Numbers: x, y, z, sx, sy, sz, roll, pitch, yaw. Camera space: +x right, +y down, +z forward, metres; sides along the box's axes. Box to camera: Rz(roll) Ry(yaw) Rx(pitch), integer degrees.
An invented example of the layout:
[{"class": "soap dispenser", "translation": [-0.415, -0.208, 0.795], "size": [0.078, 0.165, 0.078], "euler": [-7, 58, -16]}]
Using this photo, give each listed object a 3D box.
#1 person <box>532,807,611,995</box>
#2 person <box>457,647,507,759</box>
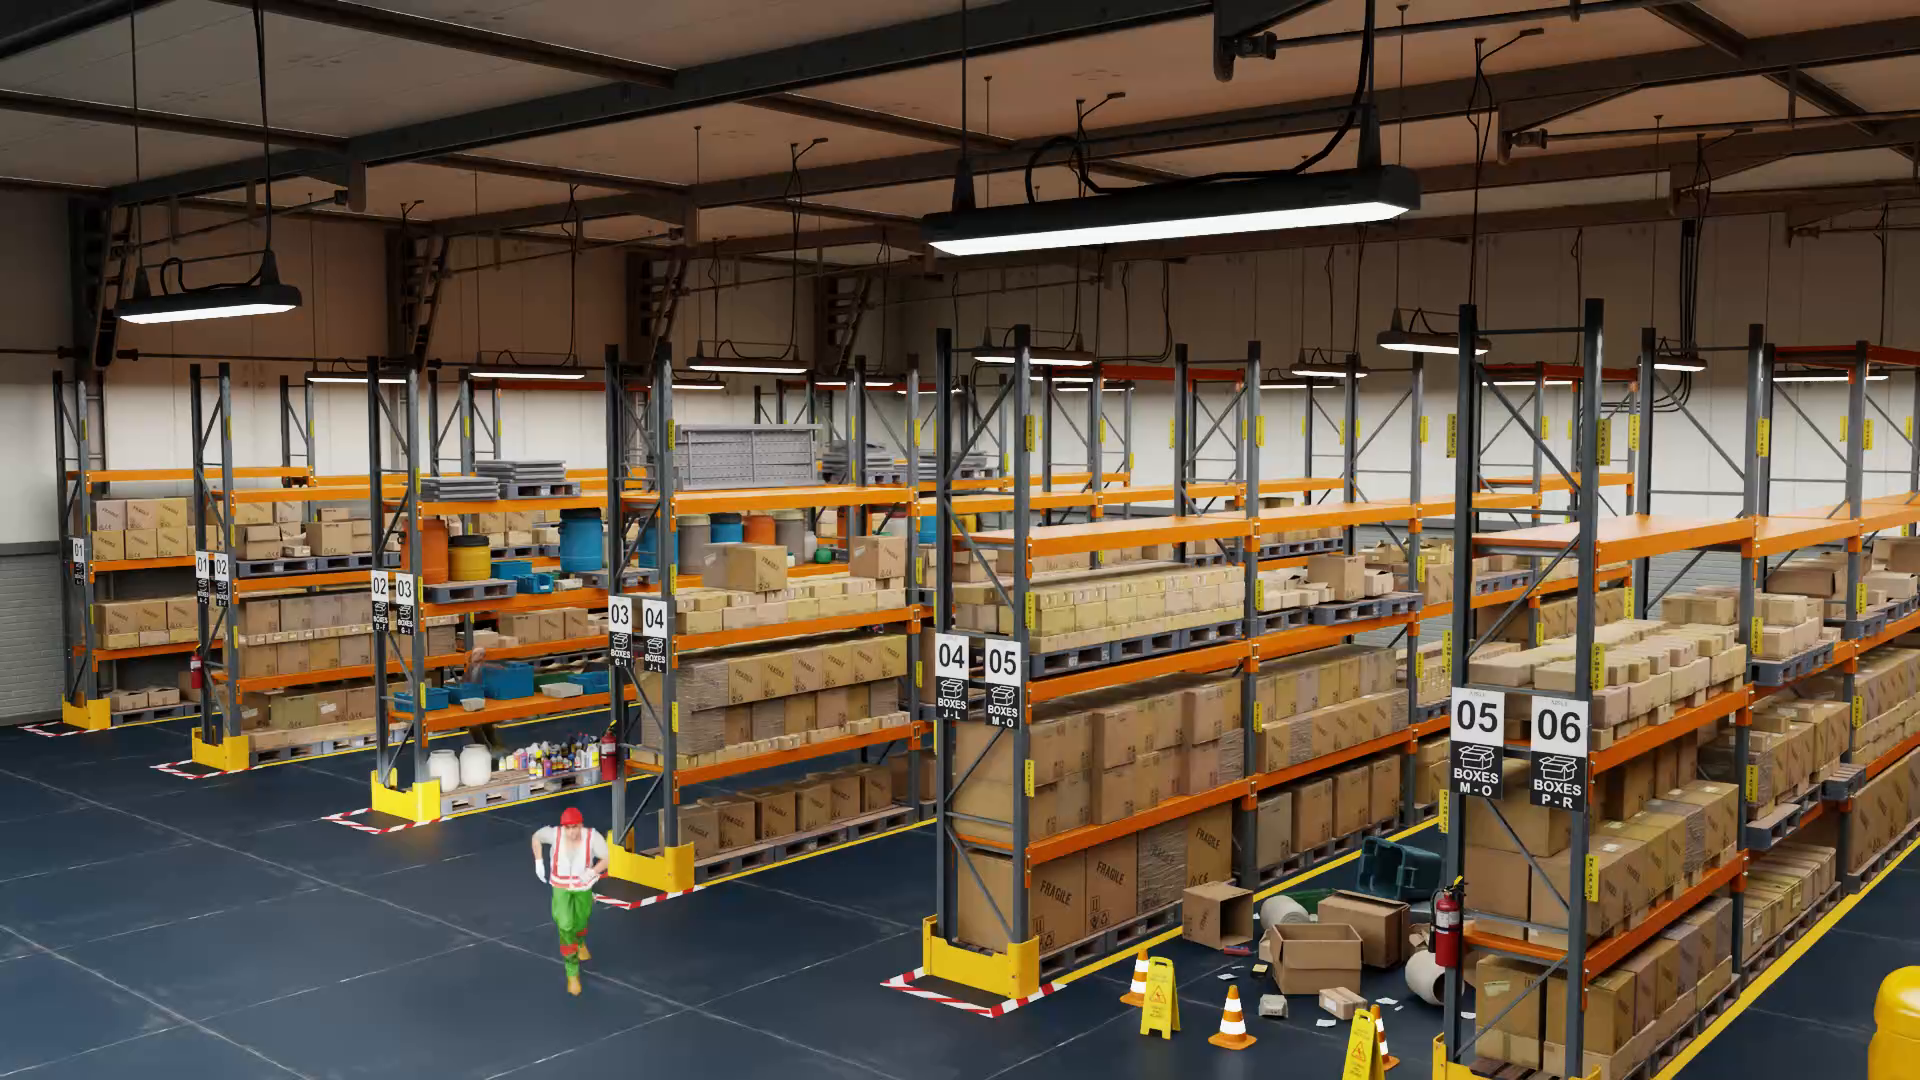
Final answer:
[{"class": "person", "translation": [-3.572, 3.239, 15.336], "size": [0.707, 1.731, 1.052], "euler": [-1, 4, -11]}, {"class": "person", "translation": [-7.102, 2.487, 24.847], "size": [0.726, 1.798, 0.948], "euler": [3, 5, 36]}]
